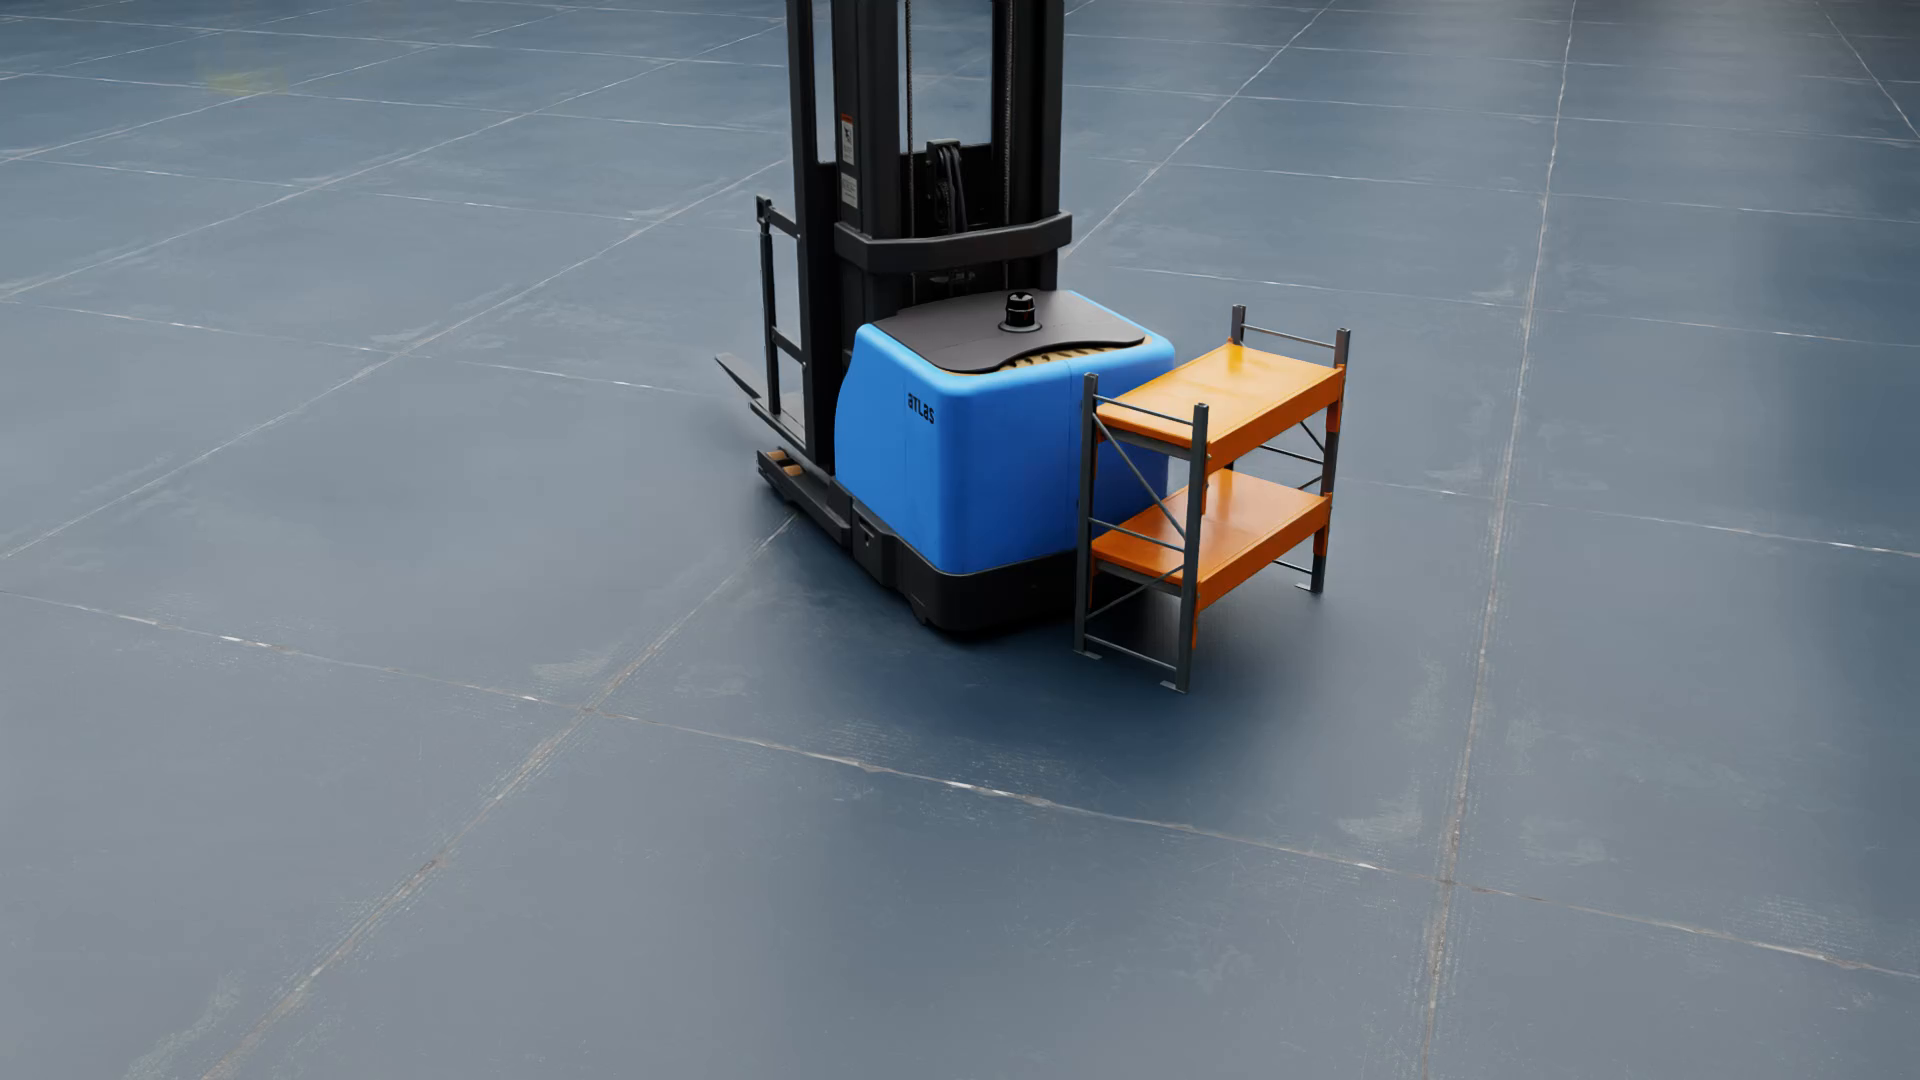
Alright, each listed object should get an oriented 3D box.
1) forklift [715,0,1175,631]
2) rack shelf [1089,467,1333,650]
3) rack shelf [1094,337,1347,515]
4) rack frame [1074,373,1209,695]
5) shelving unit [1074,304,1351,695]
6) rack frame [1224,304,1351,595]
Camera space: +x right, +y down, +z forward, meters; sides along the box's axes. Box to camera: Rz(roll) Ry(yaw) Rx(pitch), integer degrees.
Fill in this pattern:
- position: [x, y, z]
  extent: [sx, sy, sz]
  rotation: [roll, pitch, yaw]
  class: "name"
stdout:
- position: [-0.288, -1.578, 7.145]
  extent: [1.130, 2.935, 3.031]
  rotation: [-13, 29, -25]
  class: "forklift"
- position: [0.961, 0.035, 6.449]
  extent: [0.538, 0.278, 1.000]
  rotation: [20, 32, 35]
  class: "rack shelf"
- position: [0.961, -0.449, 6.215]
  extent: [0.538, 0.278, 1.000]
  rotation: [20, 32, 35]
  class: "rack shelf"
- position: [0.639, -0.014, 5.988]
  extent: [0.500, 1.125, 0.032]
  rotation: [20, 32, 35]
  class: "rack frame"
- position: [0.961, -0.185, 6.342]
  extent: [0.538, 1.125, 1.048]
  rotation: [20, 32, 35]
  class: "shelving unit"
- position: [1.283, -0.357, 6.696]
  extent: [0.500, 1.125, 0.032]
  rotation: [20, 32, 35]
  class: "rack frame"
